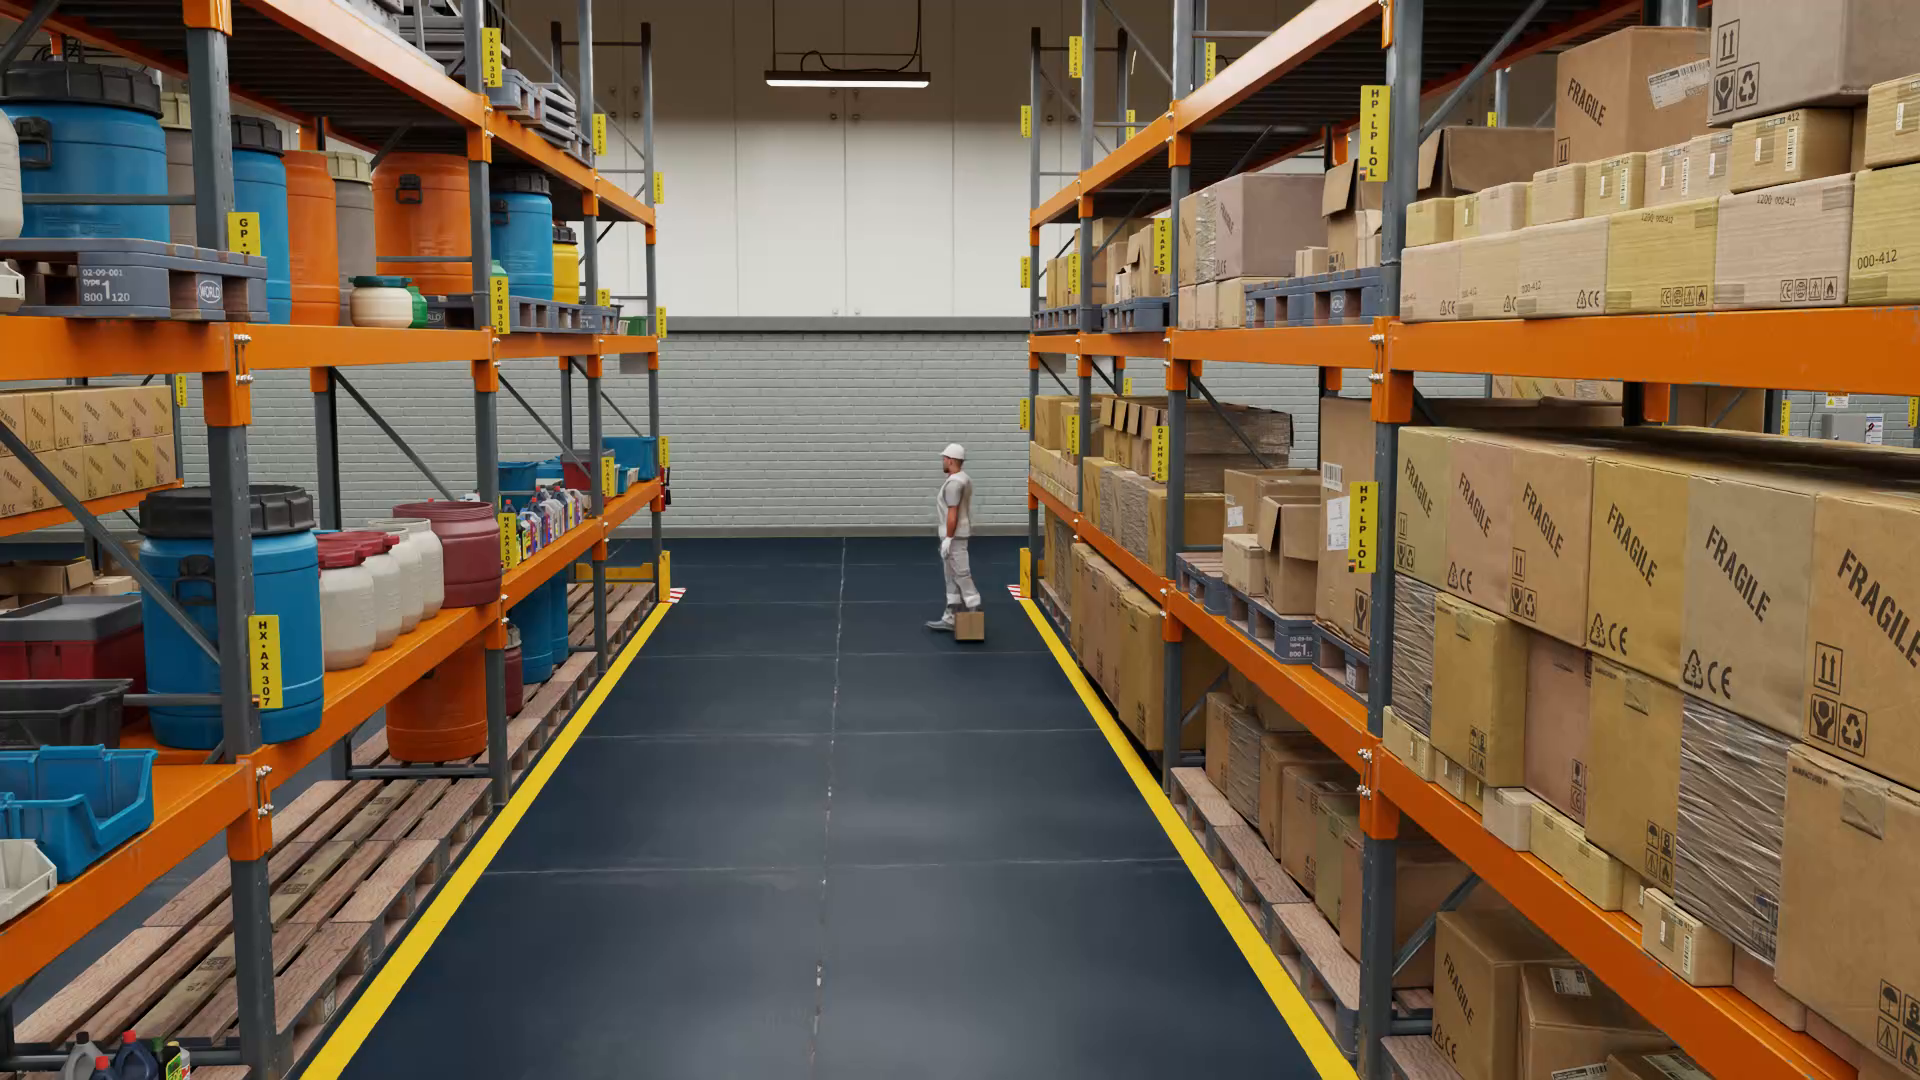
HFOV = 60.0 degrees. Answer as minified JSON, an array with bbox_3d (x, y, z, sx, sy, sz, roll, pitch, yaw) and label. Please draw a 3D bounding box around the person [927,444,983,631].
[{"bbox_3d":[-0.042,-0.009,15.692,0.577,1.788,0.721,1,7,7],"label":"person"}]
